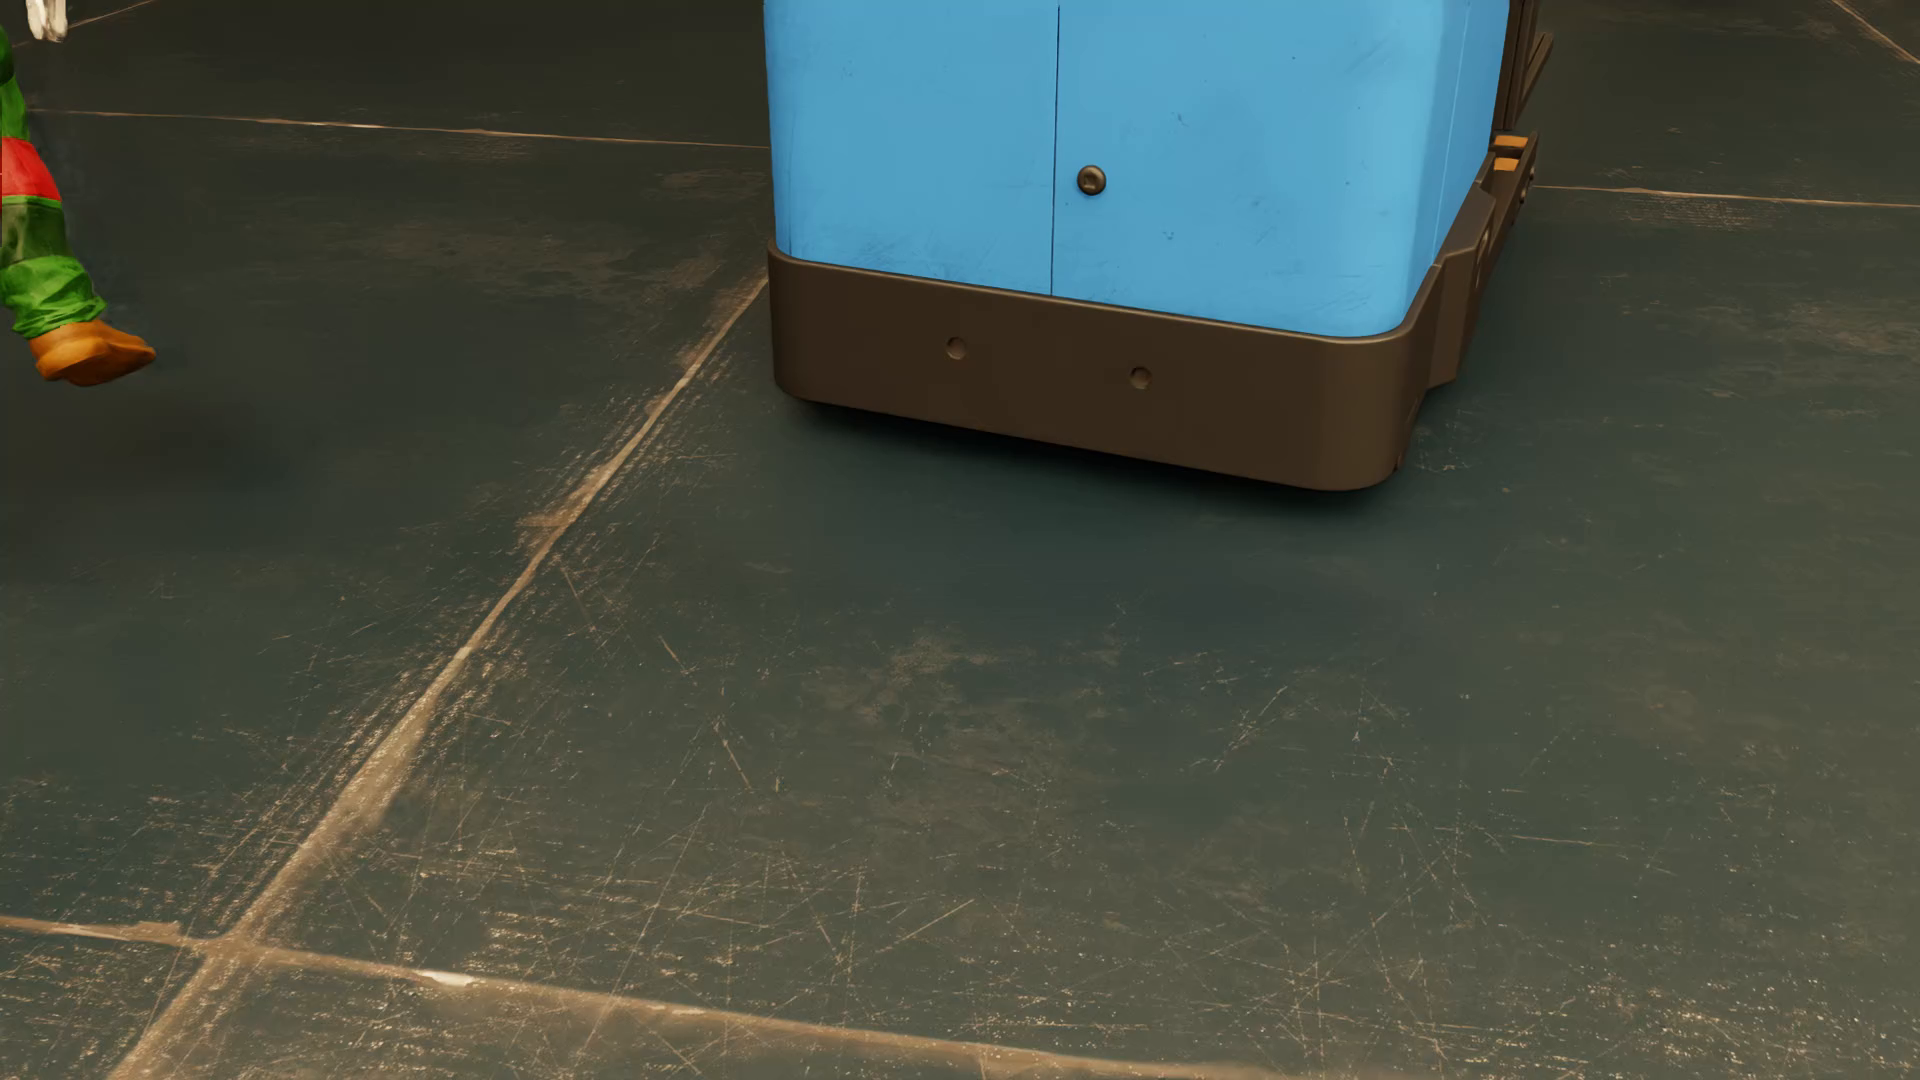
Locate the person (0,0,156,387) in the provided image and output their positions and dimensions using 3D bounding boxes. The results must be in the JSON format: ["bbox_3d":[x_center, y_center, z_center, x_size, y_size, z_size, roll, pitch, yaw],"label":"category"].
[{"bbox_3d":[-1.653,-0.719,2.279,0.811,1.538,0.680,-10,30,-17],"label":"person"}]

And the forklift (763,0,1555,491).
[{"bbox_3d":[0.716,-2.050,3.176,1.130,2.935,3.031,11,31,20],"label":"forklift"}]
